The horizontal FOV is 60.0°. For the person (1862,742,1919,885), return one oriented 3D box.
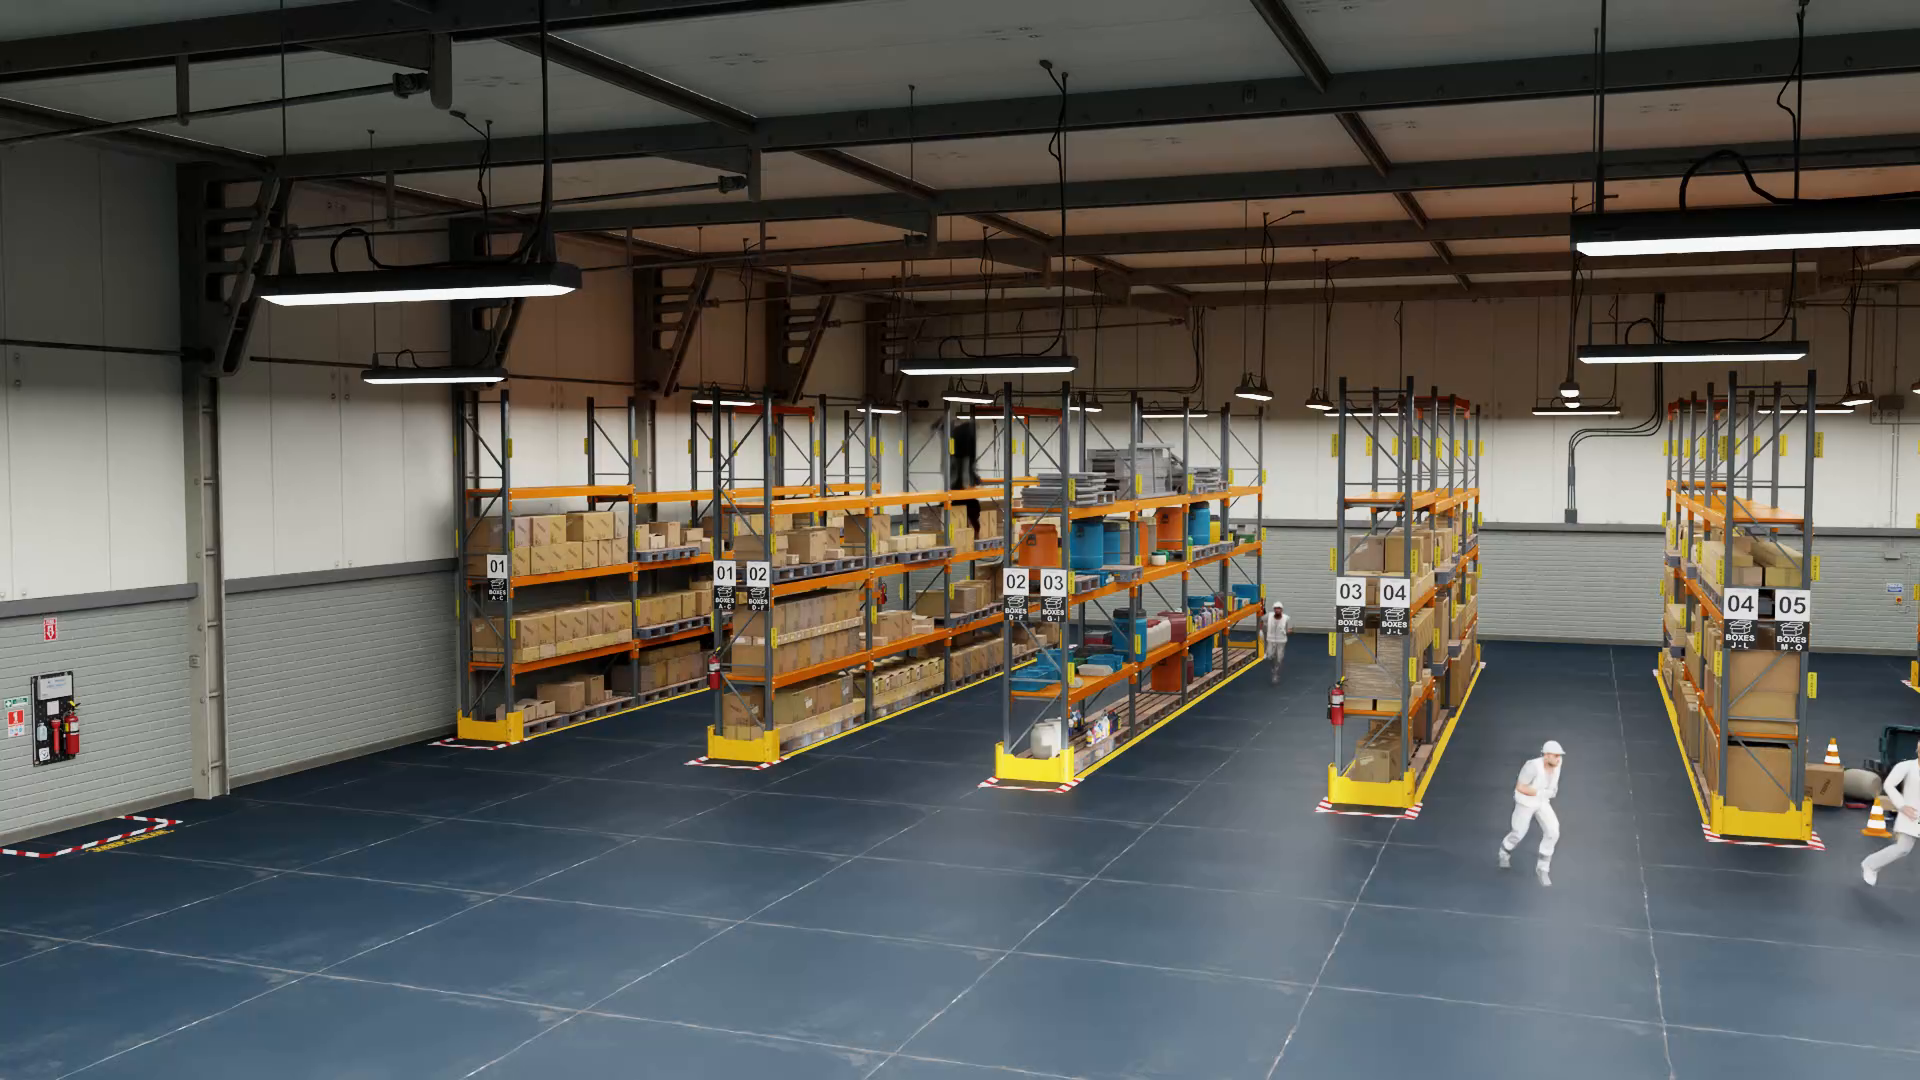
[{"bbox_3d":[10.738,3.123,18.697,0.922,1.782,0.791,-1,3,-9],"label":"person"}]

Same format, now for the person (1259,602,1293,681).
[{"bbox_3d":[6.706,2.175,35.357,0.729,1.724,0.735,1,3,16],"label":"person"}]

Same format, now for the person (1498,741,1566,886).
[{"bbox_3d":[6.641,3.127,19.297,0.707,1.718,1.023,-1,3,-21],"label":"person"}]
